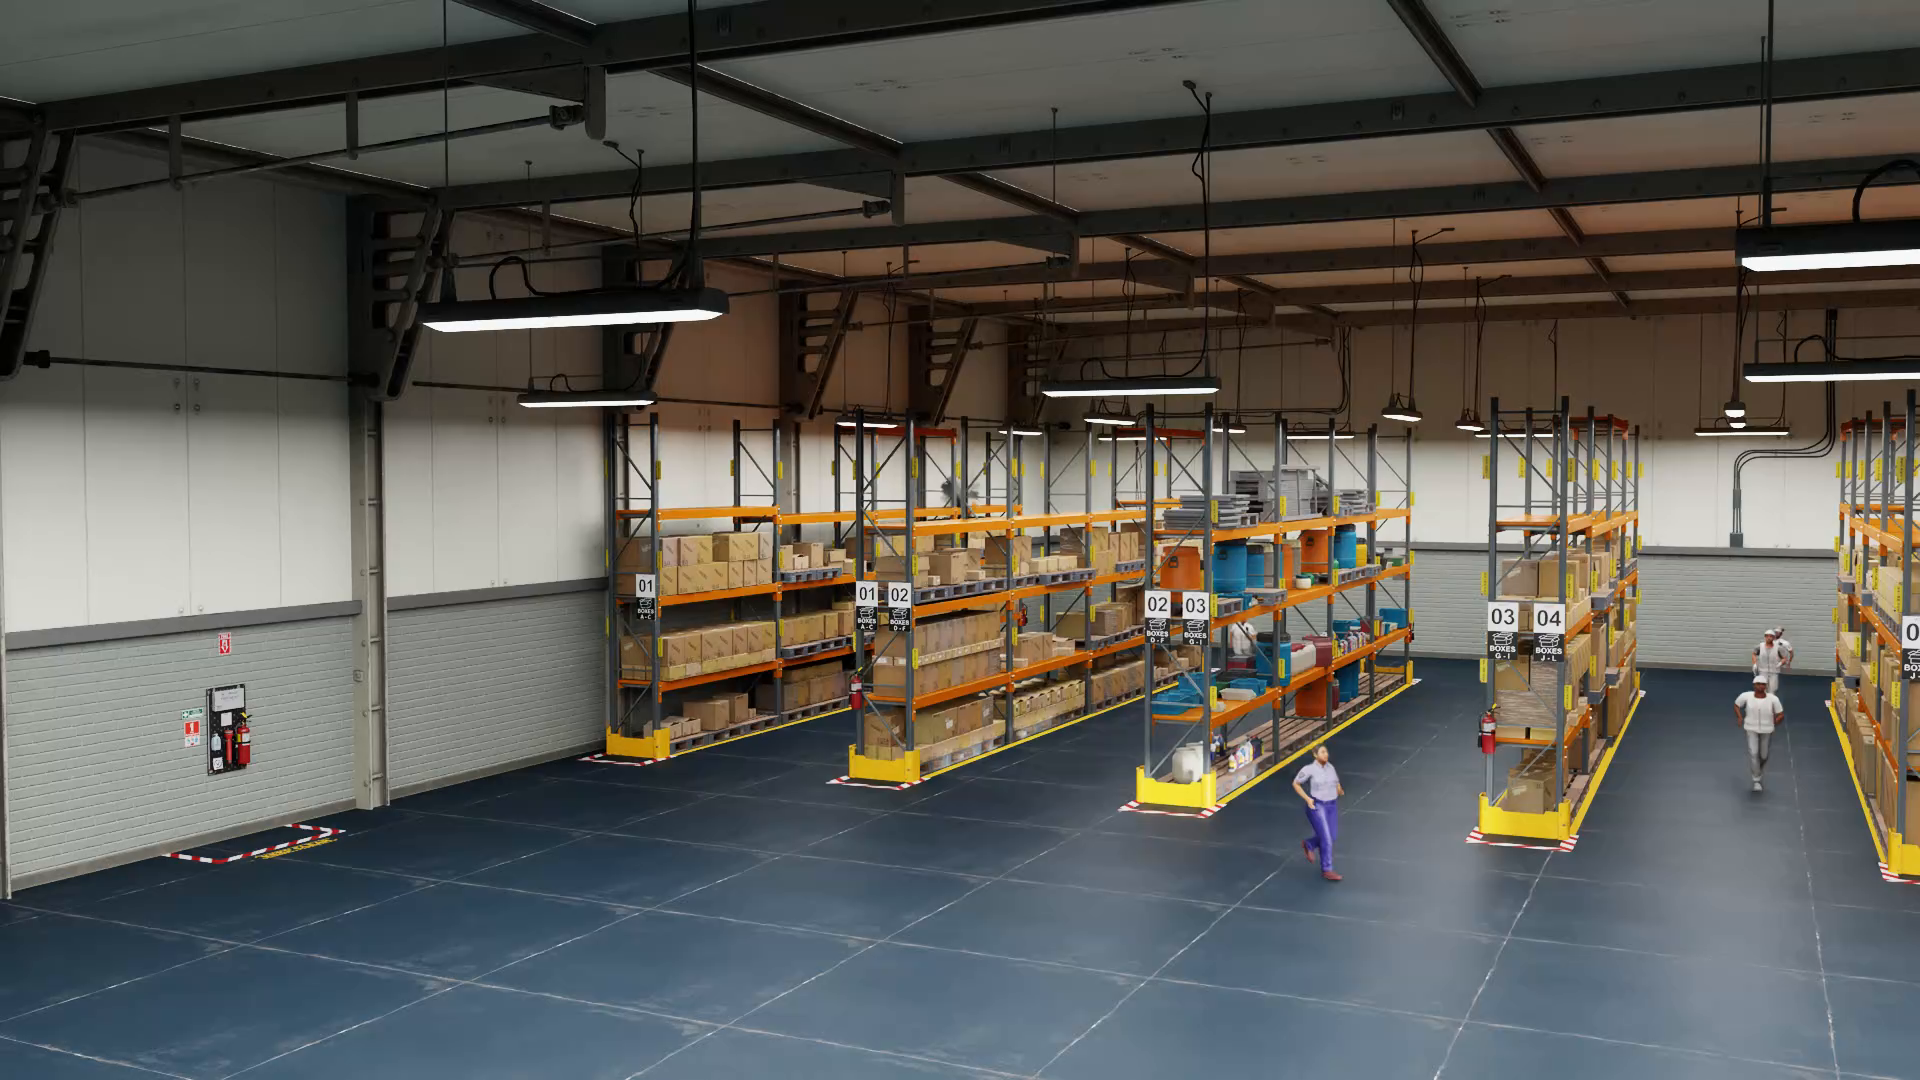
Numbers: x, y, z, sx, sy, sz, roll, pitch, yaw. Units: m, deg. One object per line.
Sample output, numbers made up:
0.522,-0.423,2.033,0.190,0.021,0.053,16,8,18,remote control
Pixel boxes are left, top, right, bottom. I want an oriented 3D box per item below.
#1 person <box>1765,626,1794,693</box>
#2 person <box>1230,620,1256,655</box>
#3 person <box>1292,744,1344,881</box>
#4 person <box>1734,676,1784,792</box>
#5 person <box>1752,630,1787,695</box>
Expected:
17.304,2.669,35.387,0.836,1.686,0.624,-2,3,-35,person
6.593,2.540,38.820,0.617,1.681,0.945,1,2,13,person
4.448,3.329,20.558,0.621,1.608,0.842,-1,3,-30,person
12.588,3.015,26.201,0.700,1.773,0.968,1,3,20,person
16.381,2.699,33.664,0.655,1.758,0.643,1,3,27,person
